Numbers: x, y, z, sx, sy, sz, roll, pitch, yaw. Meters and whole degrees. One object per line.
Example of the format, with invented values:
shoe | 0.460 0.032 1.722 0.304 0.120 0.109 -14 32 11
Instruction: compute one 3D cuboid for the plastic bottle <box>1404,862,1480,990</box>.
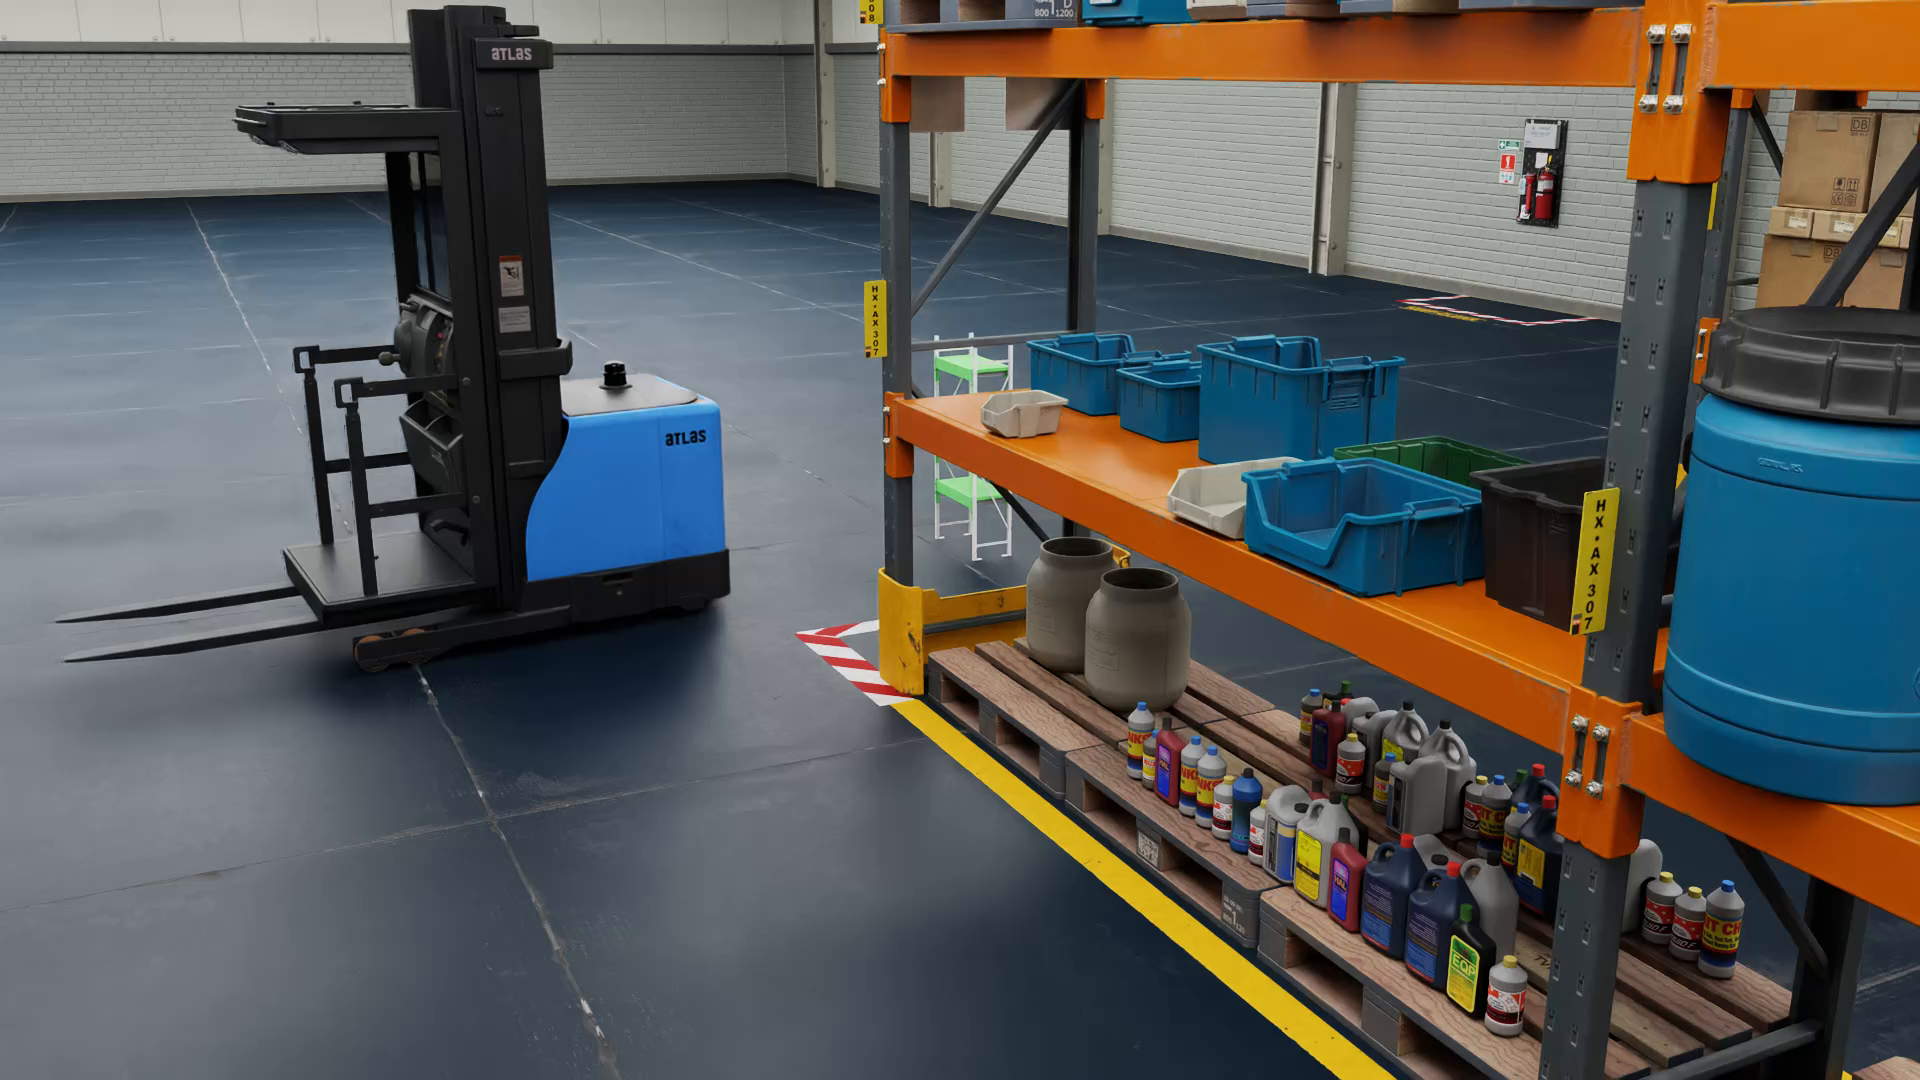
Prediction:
plastic bottle | 1.348 1.055 4.641 0.144 0.351 0.185 -8 18 -26

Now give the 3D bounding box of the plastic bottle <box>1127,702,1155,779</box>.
plastic bottle | 0.651 0.714 5.975 0.097 0.271 0.097 0 16 0

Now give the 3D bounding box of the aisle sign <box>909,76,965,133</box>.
aisle sign | -0.158 -2.106 6.937 0.394 0.787 0.004 -8 18 -25

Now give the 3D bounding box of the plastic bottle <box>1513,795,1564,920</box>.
plastic bottle | 1.779 0.947 5.017 0.144 0.351 0.185 -8 18 -25

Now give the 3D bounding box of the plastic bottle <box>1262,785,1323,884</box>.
plastic bottle | 1.055 0.923 5.238 0.152 0.276 0.135 -7 18 -24

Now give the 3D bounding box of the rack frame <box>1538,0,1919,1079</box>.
rack frame | 1.889 0.118 3.901 1.000 3.000 0.127 -8 18 -25

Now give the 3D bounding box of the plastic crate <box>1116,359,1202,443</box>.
plastic crate | 0.904 -0.553 6.508 0.499 0.251 0.408 -8 18 -25

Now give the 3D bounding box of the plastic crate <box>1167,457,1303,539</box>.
plastic crate | 0.950 -0.127 5.234 0.530 0.136 0.437 -8 18 -25

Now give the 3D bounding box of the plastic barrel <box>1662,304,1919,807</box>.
plastic barrel | 1.786 0.010 3.370 0.600 0.901 0.708 -8 18 -25

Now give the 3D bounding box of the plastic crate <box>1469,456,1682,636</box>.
plastic crate | 1.774 0.003 4.415 0.767 0.338 0.504 -8 18 -25

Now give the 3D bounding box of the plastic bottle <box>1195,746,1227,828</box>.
plastic bottle | 0.845 0.823 5.592 0.097 0.271 0.097 0 16 0

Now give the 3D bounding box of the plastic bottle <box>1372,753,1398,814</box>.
plastic bottle | 1.469 0.829 5.701 0.097 0.201 0.097 0 16 0

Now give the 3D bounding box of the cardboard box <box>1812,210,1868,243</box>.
cardboard box | 4.687 -1.643 8.680 0.380 0.149 0.250 -8 18 -26

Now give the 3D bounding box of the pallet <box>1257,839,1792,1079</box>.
pallet | 1.632 1.287 4.883 1.003 0.211 1.213 -8 18 -25

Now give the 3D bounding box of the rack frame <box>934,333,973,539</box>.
rack frame | -0.034 -0.596 9.653 0.240 1.200 0.015 -8 18 -25

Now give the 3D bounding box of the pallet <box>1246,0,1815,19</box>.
pallet | 1.485 -1.400 4.095 1.213 0.211 1.003 -8 18 -25

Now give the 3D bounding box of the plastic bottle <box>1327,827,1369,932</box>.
plastic bottle | 1.155 1.005 4.939 0.061 0.283 0.133 -6 17 -21

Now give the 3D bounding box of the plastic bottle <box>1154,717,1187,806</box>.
plastic bottle | 0.734 0.766 5.770 0.061 0.283 0.133 -7 18 -24

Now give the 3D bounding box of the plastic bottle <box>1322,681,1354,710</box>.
plastic bottle | 1.403 0.650 6.176 0.061 0.283 0.133 -7 18 -24

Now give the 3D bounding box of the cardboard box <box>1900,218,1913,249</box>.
cardboard box | 4.904 -1.518 8.245 0.380 0.149 0.250 -8 18 -26

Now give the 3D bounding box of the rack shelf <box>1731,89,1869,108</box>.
rack shelf | 5.467 -2.071 7.397 1.077 0.370 4.000 -8 18 -25

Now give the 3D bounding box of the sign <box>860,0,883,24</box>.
sign | -0.360 -2.254 6.714 0.100 0.325 0.005 -8 18 -25

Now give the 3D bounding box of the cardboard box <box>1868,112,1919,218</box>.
cardboard box | 5.042 -1.883 8.340 0.700 0.500 0.500 -8 18 -26

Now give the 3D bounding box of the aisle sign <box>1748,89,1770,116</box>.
aisle sign | 4.287 -2.700 9.009 0.394 0.787 0.004 -8 18 -25

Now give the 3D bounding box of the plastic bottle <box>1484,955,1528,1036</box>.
plastic bottle | 1.450 1.199 4.408 0.097 0.201 0.097 0 16 0

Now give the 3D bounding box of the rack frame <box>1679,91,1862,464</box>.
rack frame | 4.591 -1.471 9.440 1.000 3.000 0.127 -8 18 -25

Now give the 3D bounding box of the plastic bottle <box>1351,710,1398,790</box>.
plastic bottle | 1.482 0.727 5.921 0.152 0.276 0.135 -8 18 -26

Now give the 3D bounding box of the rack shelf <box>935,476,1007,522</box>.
rack shelf | 0.073 -0.244 9.526 0.258 0.148 0.480 -8 18 -25

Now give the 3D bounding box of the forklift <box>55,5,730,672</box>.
forklift | -2.711 -0.968 7.809 3.031 2.935 1.130 -9 18 -30

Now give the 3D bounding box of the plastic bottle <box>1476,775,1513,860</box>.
plastic bottle | 1.728 0.889 5.363 0.097 0.271 0.097 0 16 0

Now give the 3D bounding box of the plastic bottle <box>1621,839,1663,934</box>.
plastic bottle | 1.977 1.007 4.944 0.152 0.276 0.135 -7 17 -23

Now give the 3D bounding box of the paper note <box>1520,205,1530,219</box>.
paper note | 6.434 -3.736 18.928 0.016 0.148 0.142 -8 18 -25

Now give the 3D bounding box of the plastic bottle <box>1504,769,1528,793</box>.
plastic bottle | 1.791 0.869 5.410 0.061 0.283 0.133 -7 17 -22

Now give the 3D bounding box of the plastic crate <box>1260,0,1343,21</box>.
plastic crate | 1.243 -1.871 5.425 0.392 0.384 0.575 -8 18 -25

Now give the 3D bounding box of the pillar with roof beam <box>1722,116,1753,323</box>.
pillar with roof beam | 3.628 -5.853 13.832 9.100 9.000 0.400 -8 18 -25

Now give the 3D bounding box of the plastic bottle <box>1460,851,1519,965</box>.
plastic bottle | 1.477 1.038 4.701 0.144 0.351 0.185 -8 18 -25

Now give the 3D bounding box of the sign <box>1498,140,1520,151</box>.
sign | 6.294 -4.526 19.059 0.001 0.109 0.331 -8 18 -25

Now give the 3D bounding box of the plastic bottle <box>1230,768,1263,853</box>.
plastic bottle | 0.934 0.874 5.417 0.097 0.271 0.097 0 16 0

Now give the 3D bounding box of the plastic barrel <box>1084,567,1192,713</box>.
plastic barrel | 0.713 0.399 6.673 0.421 0.512 0.421 0 16 0

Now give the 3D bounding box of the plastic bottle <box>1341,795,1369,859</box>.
plastic bottle | 1.203 0.941 5.160 0.061 0.283 0.133 -8 18 -25

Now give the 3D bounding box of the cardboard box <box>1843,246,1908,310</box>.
cardboard box | 5.018 -1.272 8.565 0.700 0.500 0.500 -7 17 -23

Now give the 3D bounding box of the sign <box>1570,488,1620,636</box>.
sign | 1.390 0.049 3.641 0.100 0.325 0.005 -8 18 -25

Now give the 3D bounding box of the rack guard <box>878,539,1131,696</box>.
rack guard | 0.212 0.341 7.656 1.175 0.500 0.348 -8 18 -25

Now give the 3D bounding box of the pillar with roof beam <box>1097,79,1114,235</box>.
pillar with roof beam | -1.629 -8.828 24.201 9.100 9.000 0.400 -8 18 -25

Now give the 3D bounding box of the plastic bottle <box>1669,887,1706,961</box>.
plastic bottle | 2.099 1.095 4.774 0.097 0.201 0.097 0 16 0

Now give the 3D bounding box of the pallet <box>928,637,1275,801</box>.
pallet | 0.563 0.682 6.992 1.003 0.211 1.213 -8 18 -25

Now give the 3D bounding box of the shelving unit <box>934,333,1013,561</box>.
shelving unit | 0.073 -0.536 9.442 0.258 1.200 0.503 -8 18 -25

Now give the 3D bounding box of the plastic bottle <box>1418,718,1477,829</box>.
plastic bottle | 1.639 0.777 5.608 0.144 0.351 0.185 -8 18 -25

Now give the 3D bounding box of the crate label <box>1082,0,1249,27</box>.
crate label | 0.660 -1.740 5.207 0.502 0.251 0.408 -8 18 -25

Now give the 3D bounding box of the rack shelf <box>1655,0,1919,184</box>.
rack shelf | 2.765 -0.482 1.858 1.077 0.370 4.000 -8 18 -25

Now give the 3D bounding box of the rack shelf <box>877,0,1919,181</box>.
rack shelf | 1.013 -1.474 5.314 1.077 0.370 4.000 -8 18 -25

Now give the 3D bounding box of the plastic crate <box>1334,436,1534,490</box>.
plastic crate | 1.548 -0.151 5.222 0.450 0.188 0.662 -8 18 -25
